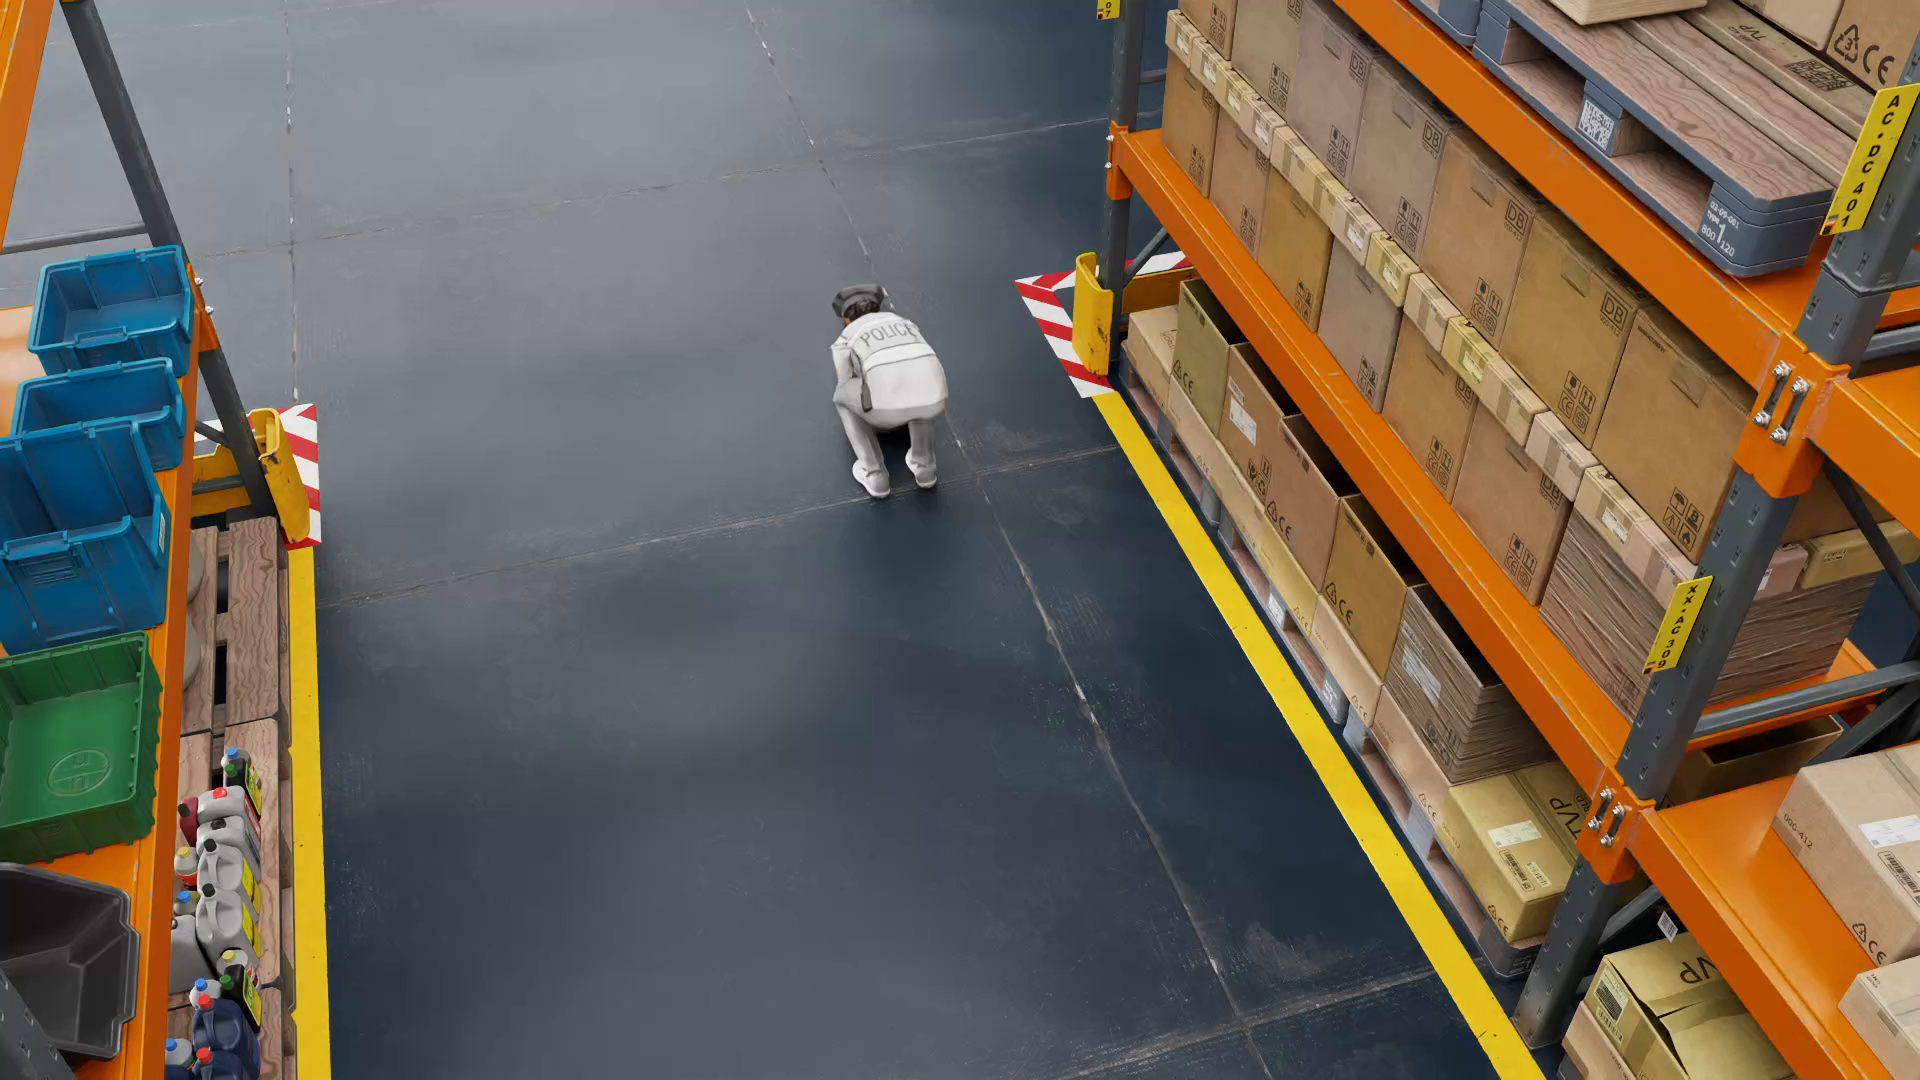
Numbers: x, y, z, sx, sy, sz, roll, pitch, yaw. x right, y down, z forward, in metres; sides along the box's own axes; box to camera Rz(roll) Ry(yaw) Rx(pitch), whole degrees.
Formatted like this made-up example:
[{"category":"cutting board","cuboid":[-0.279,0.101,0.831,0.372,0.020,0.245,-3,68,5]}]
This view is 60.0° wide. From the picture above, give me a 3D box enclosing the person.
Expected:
[{"category":"person","cuboid":[-0.348,-0.674,7.570,0.461,0.784,0.911,-13,44,-14]}]
